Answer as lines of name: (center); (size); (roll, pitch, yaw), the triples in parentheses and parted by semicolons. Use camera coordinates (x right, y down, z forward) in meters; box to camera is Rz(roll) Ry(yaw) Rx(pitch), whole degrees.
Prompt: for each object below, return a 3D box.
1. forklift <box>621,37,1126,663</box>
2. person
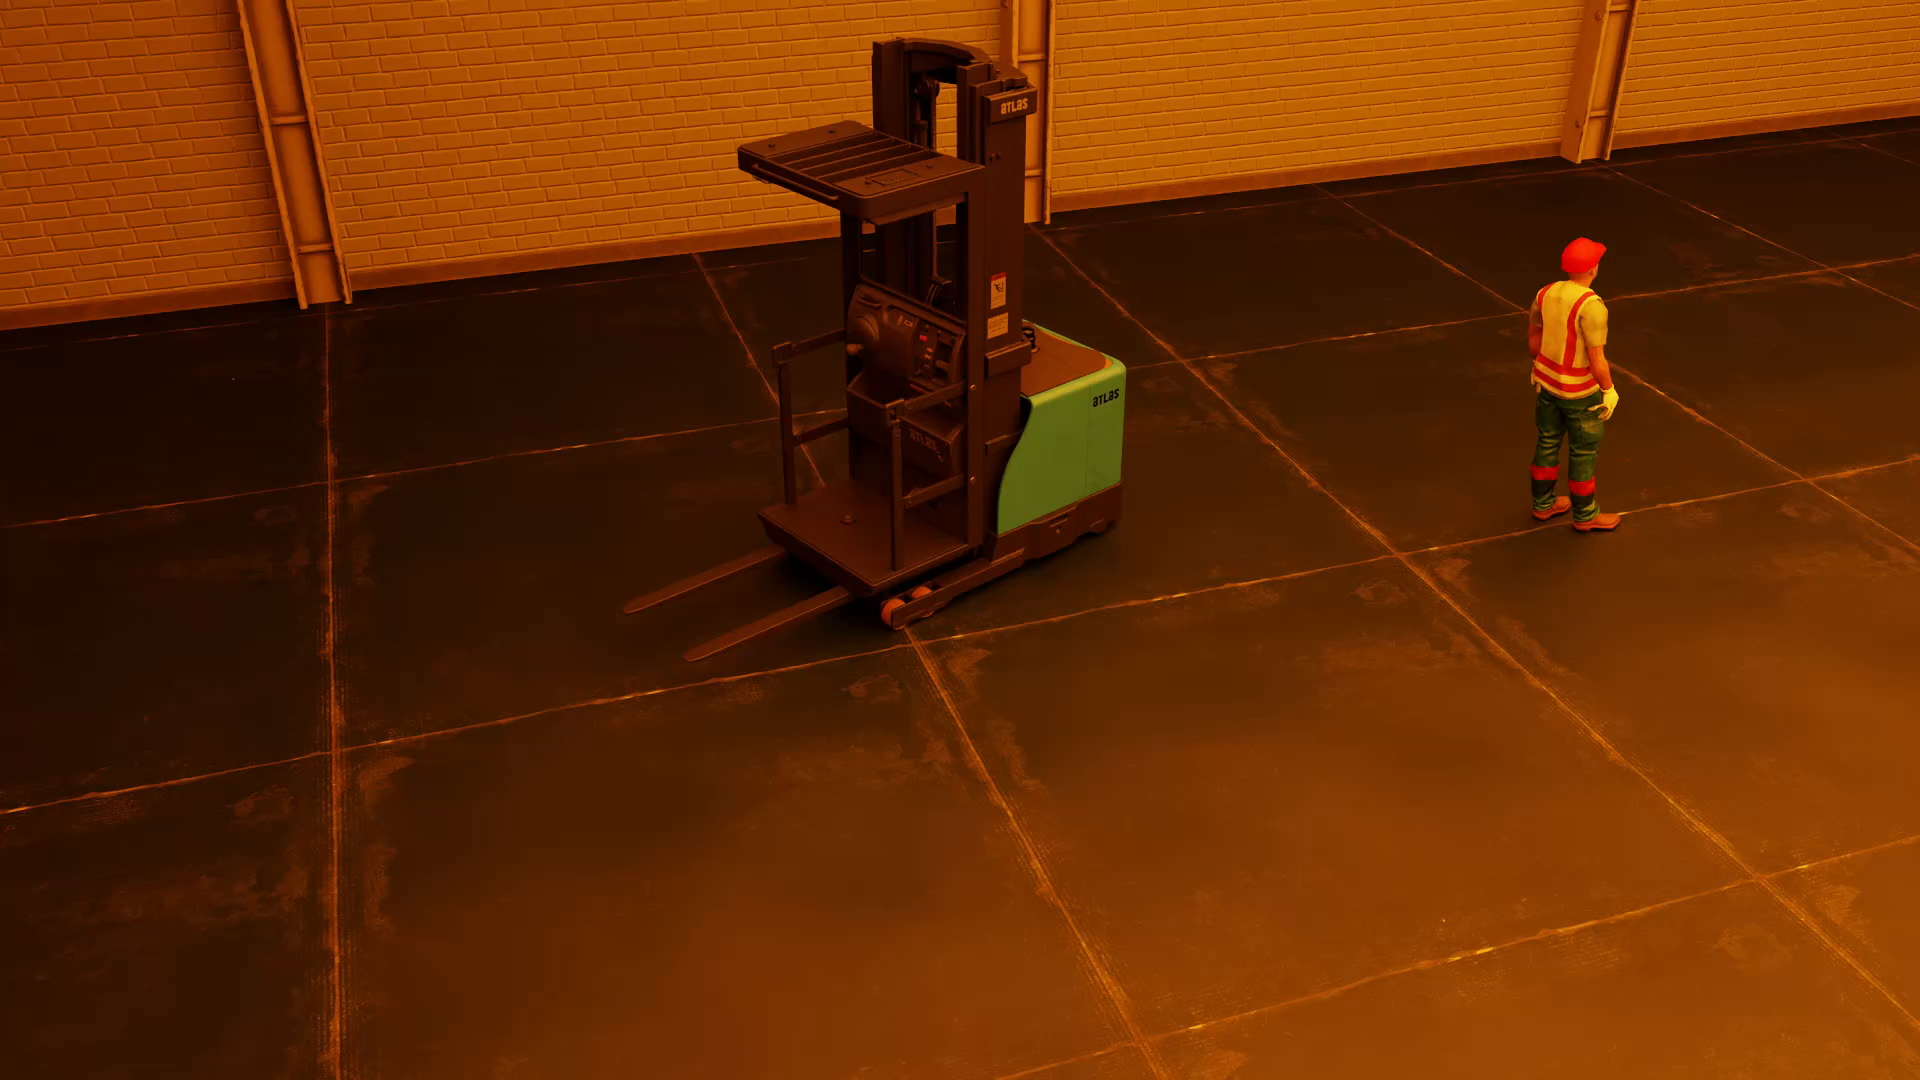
forklift: (-0.461, -1.072, 8.951); (3.031, 2.935, 1.130); (-23, 37, -34)
person: (3.666, -0.934, 9.841); (0.563, 1.788, 0.638); (-13, 32, -21)
